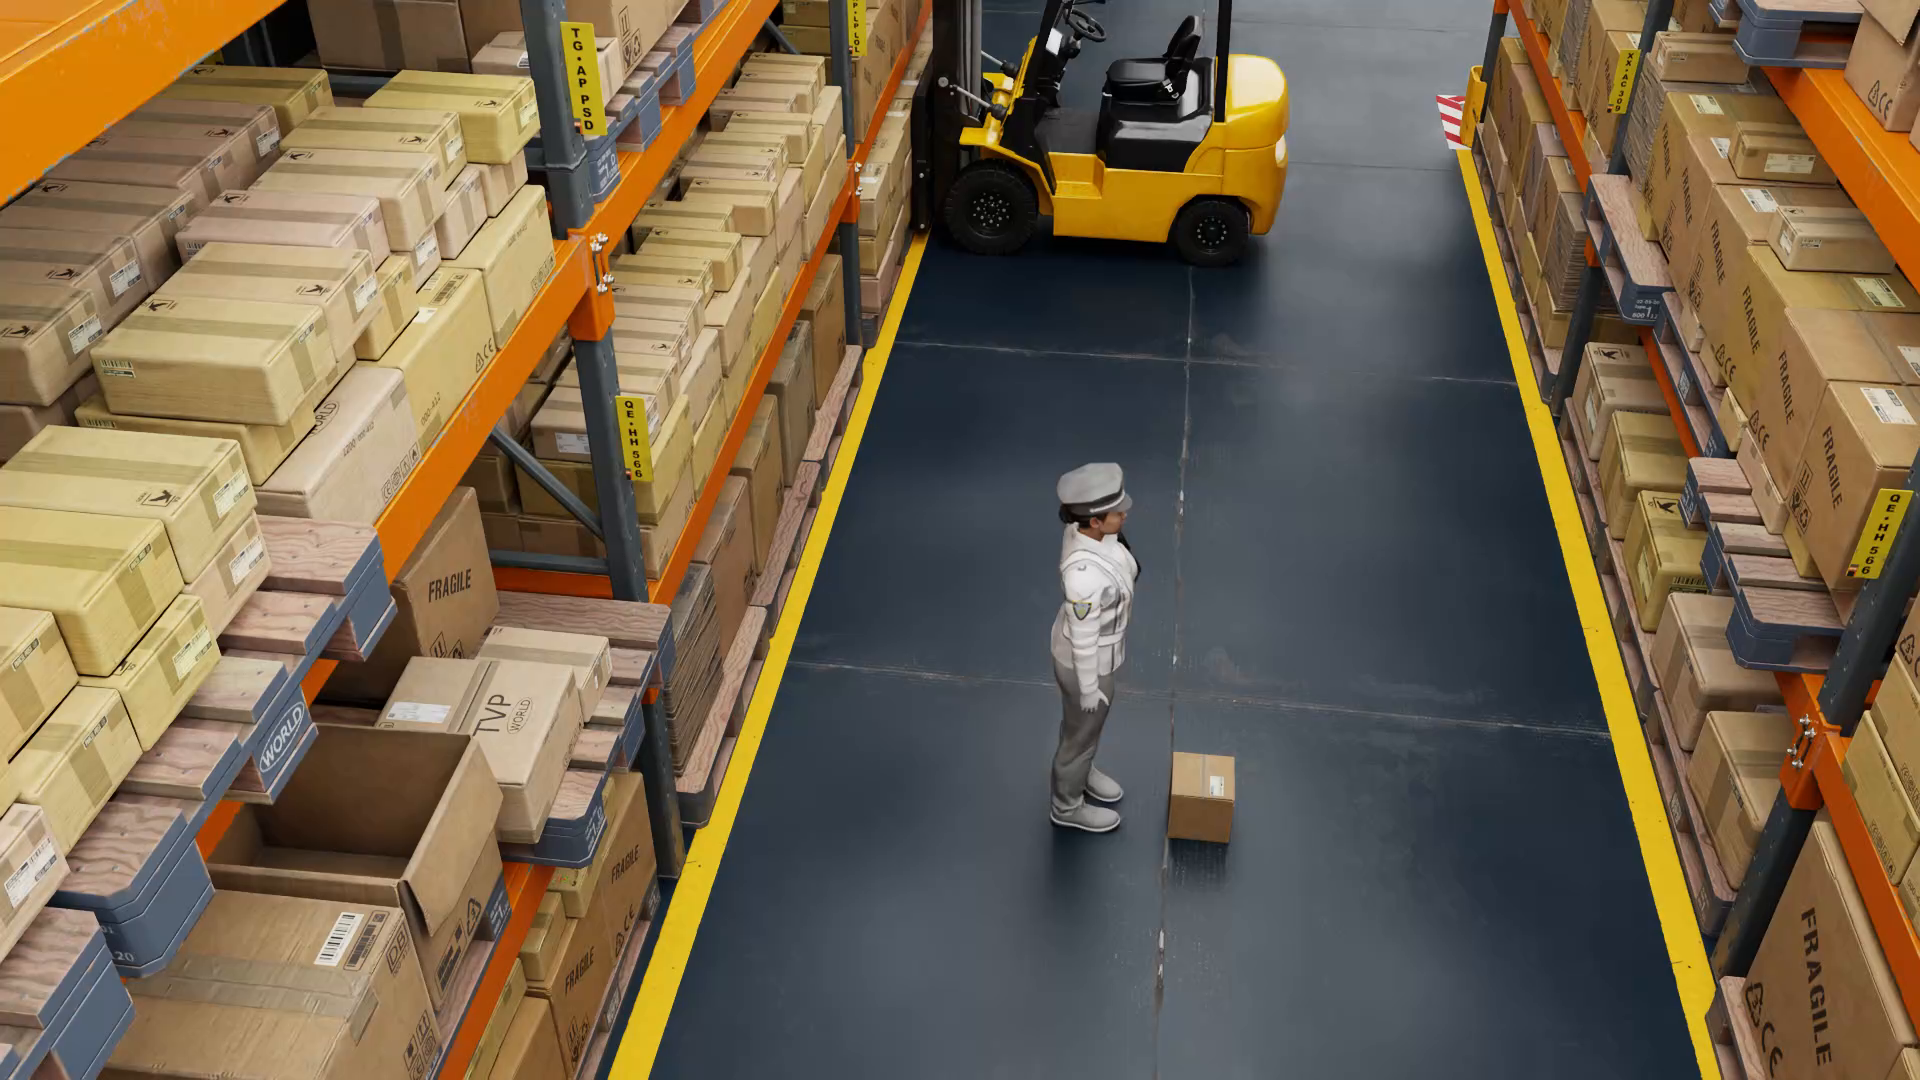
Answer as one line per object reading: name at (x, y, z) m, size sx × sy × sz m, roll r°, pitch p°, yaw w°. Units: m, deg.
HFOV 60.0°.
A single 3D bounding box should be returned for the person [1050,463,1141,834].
person at (0.509, 0.439, 6.425) m, size 0.329 × 1.688 × 0.483 m, roll 4°, pitch 37°, yaw 6°
